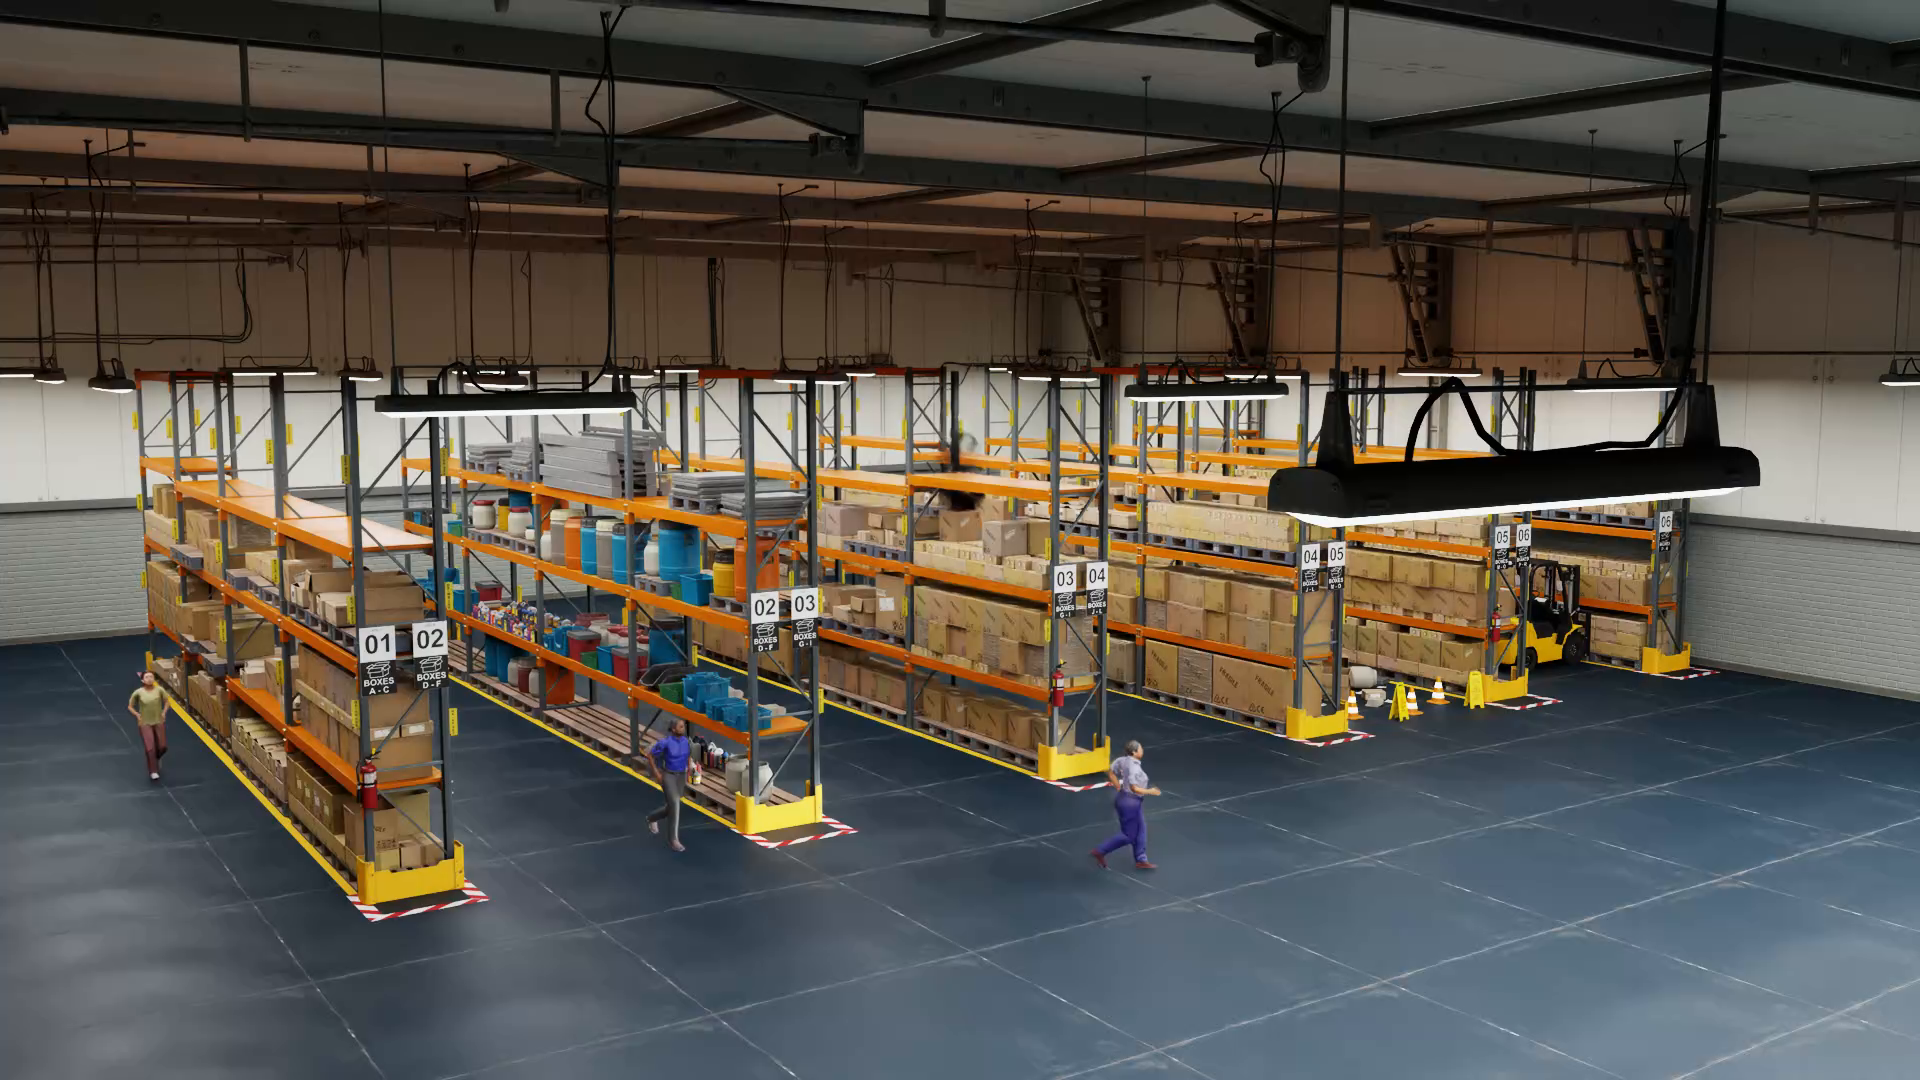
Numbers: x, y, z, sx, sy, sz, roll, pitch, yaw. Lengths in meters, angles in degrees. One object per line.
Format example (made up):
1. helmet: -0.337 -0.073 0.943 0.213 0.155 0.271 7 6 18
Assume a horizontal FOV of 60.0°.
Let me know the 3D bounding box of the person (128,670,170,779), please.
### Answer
1. person: -12.062 2.731 24.779 0.578 1.619 0.569 -4 8 -34

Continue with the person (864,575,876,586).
1. person: -2.235 0.702 42.853 0.820 1.613 0.524 -3 7 -26

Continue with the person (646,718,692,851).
1. person: -3.718 3.117 21.510 0.790 1.649 0.617 5 8 38

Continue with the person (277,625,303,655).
1. person: -13.209 1.777 32.821 0.776 1.746 0.715 6 9 41

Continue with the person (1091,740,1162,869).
1. person: 2.002 3.242 20.257 0.886 1.638 0.592 -1 7 -11
